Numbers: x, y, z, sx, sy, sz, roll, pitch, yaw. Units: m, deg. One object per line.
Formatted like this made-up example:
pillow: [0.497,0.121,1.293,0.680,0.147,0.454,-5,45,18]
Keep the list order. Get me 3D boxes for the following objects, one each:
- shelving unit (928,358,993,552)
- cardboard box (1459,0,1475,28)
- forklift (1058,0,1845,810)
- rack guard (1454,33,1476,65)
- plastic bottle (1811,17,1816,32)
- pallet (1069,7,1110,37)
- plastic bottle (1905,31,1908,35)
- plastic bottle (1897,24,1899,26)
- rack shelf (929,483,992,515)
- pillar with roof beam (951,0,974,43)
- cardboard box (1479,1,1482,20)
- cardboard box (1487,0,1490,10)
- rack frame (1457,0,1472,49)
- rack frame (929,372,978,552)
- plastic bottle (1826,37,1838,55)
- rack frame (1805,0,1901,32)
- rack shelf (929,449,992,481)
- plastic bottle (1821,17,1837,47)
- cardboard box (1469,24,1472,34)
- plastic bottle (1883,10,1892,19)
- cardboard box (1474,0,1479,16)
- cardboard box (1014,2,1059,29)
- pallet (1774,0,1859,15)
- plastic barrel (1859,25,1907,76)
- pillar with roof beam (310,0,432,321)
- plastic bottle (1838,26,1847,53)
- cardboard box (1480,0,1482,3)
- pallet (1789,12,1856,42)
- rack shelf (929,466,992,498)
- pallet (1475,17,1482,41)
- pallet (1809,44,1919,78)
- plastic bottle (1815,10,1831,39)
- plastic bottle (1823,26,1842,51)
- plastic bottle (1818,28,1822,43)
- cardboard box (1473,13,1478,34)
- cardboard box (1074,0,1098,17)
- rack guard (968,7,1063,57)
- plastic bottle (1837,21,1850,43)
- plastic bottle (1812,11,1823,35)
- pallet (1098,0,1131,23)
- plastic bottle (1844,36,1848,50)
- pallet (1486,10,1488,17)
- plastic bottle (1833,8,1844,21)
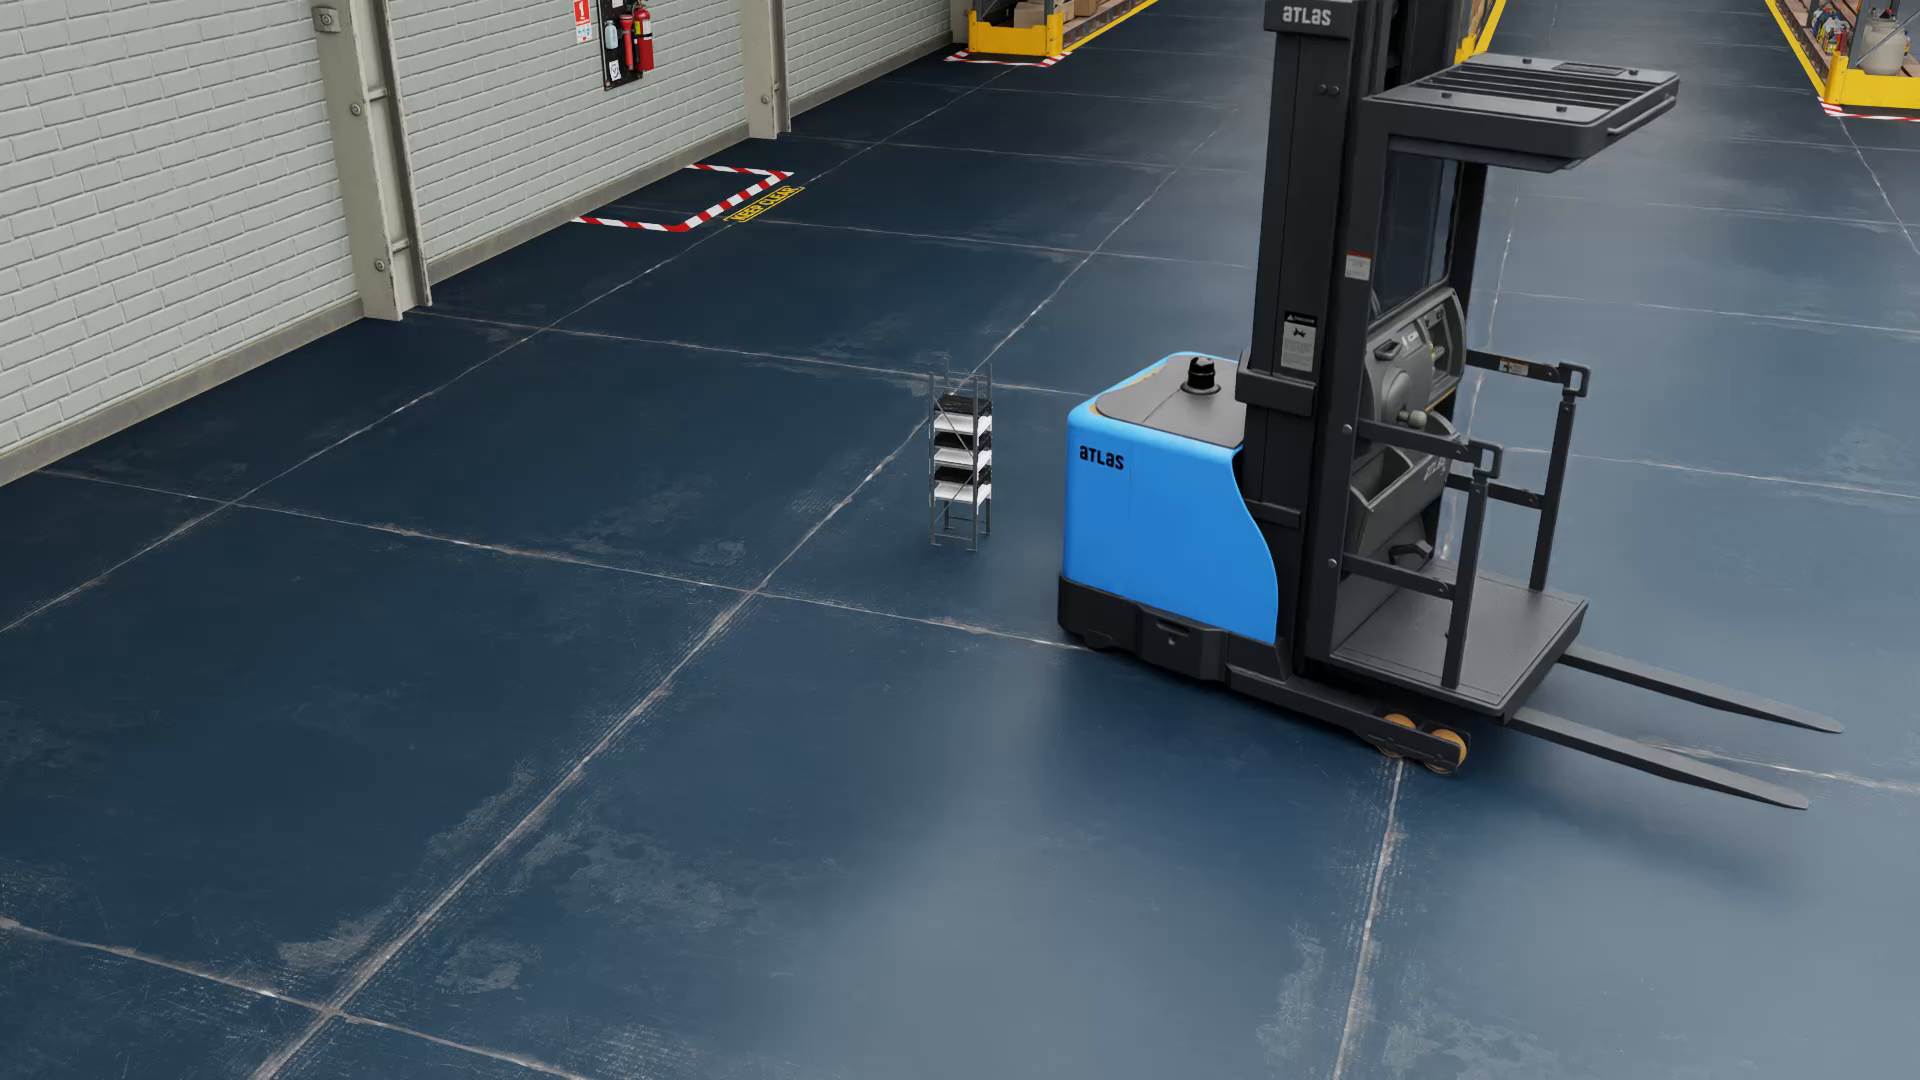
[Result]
shelving unit: [0.003,-0.408,8.061,0.258,0.900,0.210,9,27,17]
cardboard box: [5.892,-6.431,19.903,0.500,0.500,0.500,9,27,17]
forklift: [1.923,-0.683,6.298,3.031,2.935,1.130,17,31,32]
rack guard: [5.331,-5.613,19.270,1.175,0.500,0.348,9,27,17]
plastic bottle: [10.787,-6.502,20.942,0.097,0.201,0.097,0,26,0]
pallet: [1.403,-7.070,22.609,1.003,0.211,1.213,9,27,17]
plastic bottle: [10.999,-5.794,19.387,0.061,0.283,0.133,9,27,18]
plastic bottle: [11.169,-6.060,19.945,0.152,0.276,0.135,9,27,18]
rack shelf: [0.003,-0.216,8.154,0.258,0.077,0.200,9,27,17]
pillar with roof beam: [4.144,-9.954,18.482,9.100,9.000,0.400,9,27,17]
cardboard box: [6.547,-6.917,21.768,0.500,0.250,0.500,9,27,17]
cardboard box: [7.038,-7.473,22.916,0.500,0.250,0.500,8,27,16]
rack frame: [5.339,-6.748,18.745,1.000,3.000,0.127,9,27,17]
rack frame: [-0.031,-0.367,7.974,0.240,0.900,0.006,9,27,17]
plastic bottle: [10.207,-5.785,19.463,0.097,0.201,0.097,0,26,0]
rack frame: [11.340,-7.672,20.654,1.000,3.000,0.127,9,27,17]
rack shelf: [0.003,-0.378,8.075,0.258,0.077,0.200,9,27,17]
plastic bottle: [10.414,-6.078,19.895,0.144,0.351,0.185,10,28,20]
cardboard box: [5.891,-6.094,20.067,0.500,0.250,0.500,9,27,17]
plastic bottle: [11.334,-6.293,20.339,0.144,0.351,0.185,7,27,15]
cardboard box: [6.229,-6.841,20.751,0.500,0.500,0.500,9,27,17]
cardboard box: [0.982,-6.724,21.276,0.500,0.311,0.500,6,26,12]
pallet: [12.377,-7.748,24.011,1.003,0.211,1.213,9,27,17]
plastic barrel: [10.156,-5.379,18.291,0.421,0.512,0.421,0,26,0]
pillar with roof beam: [0.150,-5.023,8.297,9.100,9.000,0.400,9,27,17]
plastic bottle: [10.417,-5.907,19.619,0.061,0.283,0.133,9,27,17]
cardboard box: [6.545,-7.255,21.605,0.500,0.500,0.500,9,27,17]
pallet: [11.565,-6.745,21.940,1.003,0.211,1.213,9,27,17]
rack shelf: [0.003,-0.297,8.115,0.258,0.077,0.200,9,27,17]
pallet: [6.366,-6.816,22.086,1.003,0.211,1.213,9,27,17]
pallet: [10.673,-5.644,19.665,1.003,0.211,1.213,9,27,17]
plastic bottle: [10.618,-6.329,20.414,0.144,0.351,0.185,8,27,15]
plastic bottle: [10.317,-5.918,19.652,0.152,0.276,0.135,9,27,18]
plastic bottle: [10.501,-6.149,20.213,0.097,0.201,0.097,0,26,0]
cardboard box: [6.228,-6.504,20.914,0.500,0.250,0.500,9,27,17]
cardboard box: [1.463,-7.338,22.327,0.700,0.500,0.500,7,27,14]
rack guard: [0.692,-6.371,20.835,1.175,0.500,0.348,9,27,17]
plastic bottle: [10.624,-6.109,20.047,0.152,0.276,0.135,9,27,17]
plastic bottle: [10.739,-6.440,20.730,0.152,0.276,0.135,10,27,19]
pallet: [1.808,-7.573,23.648,1.003,0.211,1.213,9,27,17]
plastic bottle: [10.487,-5.931,19.765,0.097,0.201,0.097,0,26,0]
pallet: [6.879,-7.445,23.385,1.003,0.211,1.213,9,27,17]
plastic bottle: [10.816,-6.385,20.531,0.144,0.351,0.185,9,27,17]
